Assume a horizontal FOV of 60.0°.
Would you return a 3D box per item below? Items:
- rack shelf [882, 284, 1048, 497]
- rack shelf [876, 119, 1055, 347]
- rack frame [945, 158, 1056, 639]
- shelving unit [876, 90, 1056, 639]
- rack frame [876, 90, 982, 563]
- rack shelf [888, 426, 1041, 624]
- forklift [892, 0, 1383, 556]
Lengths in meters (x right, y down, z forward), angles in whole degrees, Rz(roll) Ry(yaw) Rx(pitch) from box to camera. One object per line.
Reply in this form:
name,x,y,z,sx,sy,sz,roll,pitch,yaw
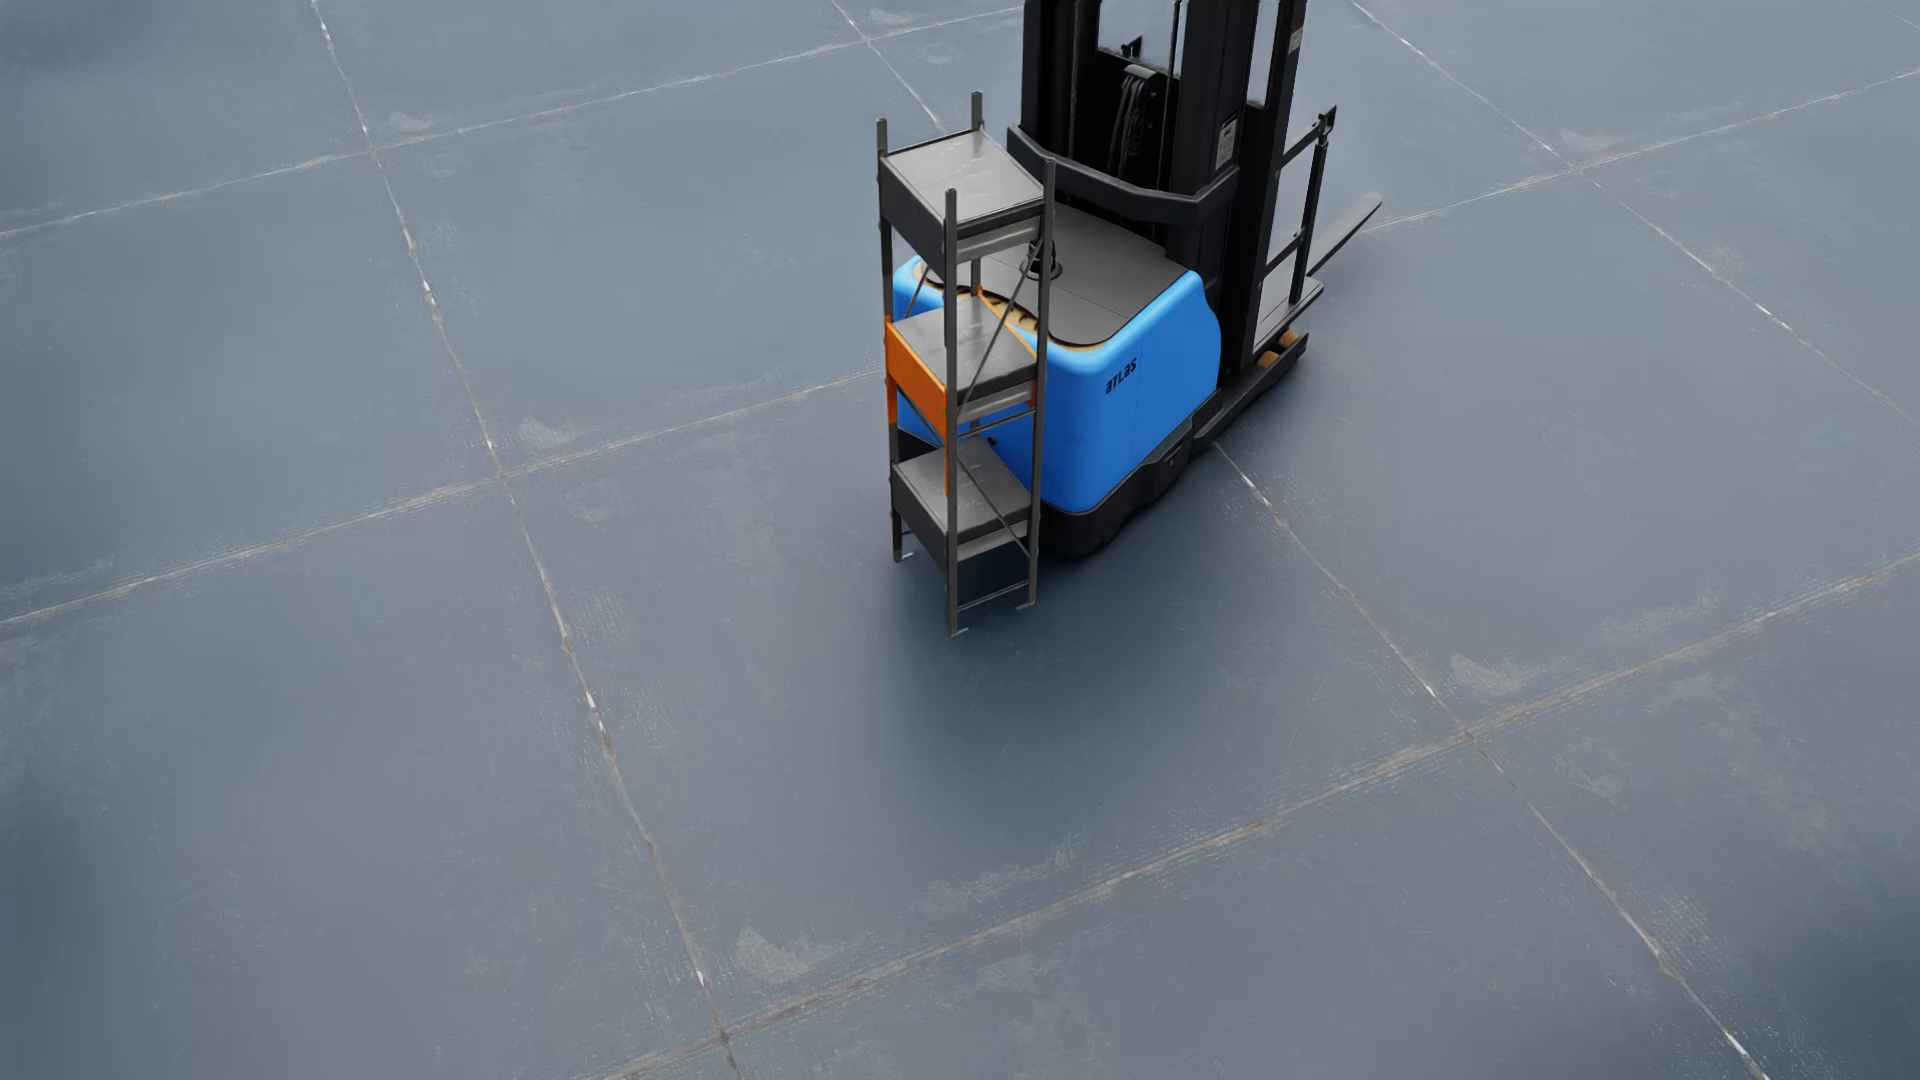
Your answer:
rack shelf,0.015,-0.560,6.211,0.431,0.518,0.480,-21,48,-20
rack shelf,0.015,-1.059,5.720,0.431,0.518,0.480,-21,48,-20
rack frame,0.132,-0.420,6.049,0.400,2.100,0.015,-21,48,-20
shelving unit,0.015,-0.570,6.202,0.431,2.100,0.503,-21,48,-20
rack frame,-0.102,-0.720,6.354,0.400,2.100,0.015,-21,48,-20
rack shelf,0.015,-0.062,6.703,0.431,0.518,0.480,-21,48,-20
forklift,1.003,-1.961,7.019,1.130,2.935,3.031,28,51,26
